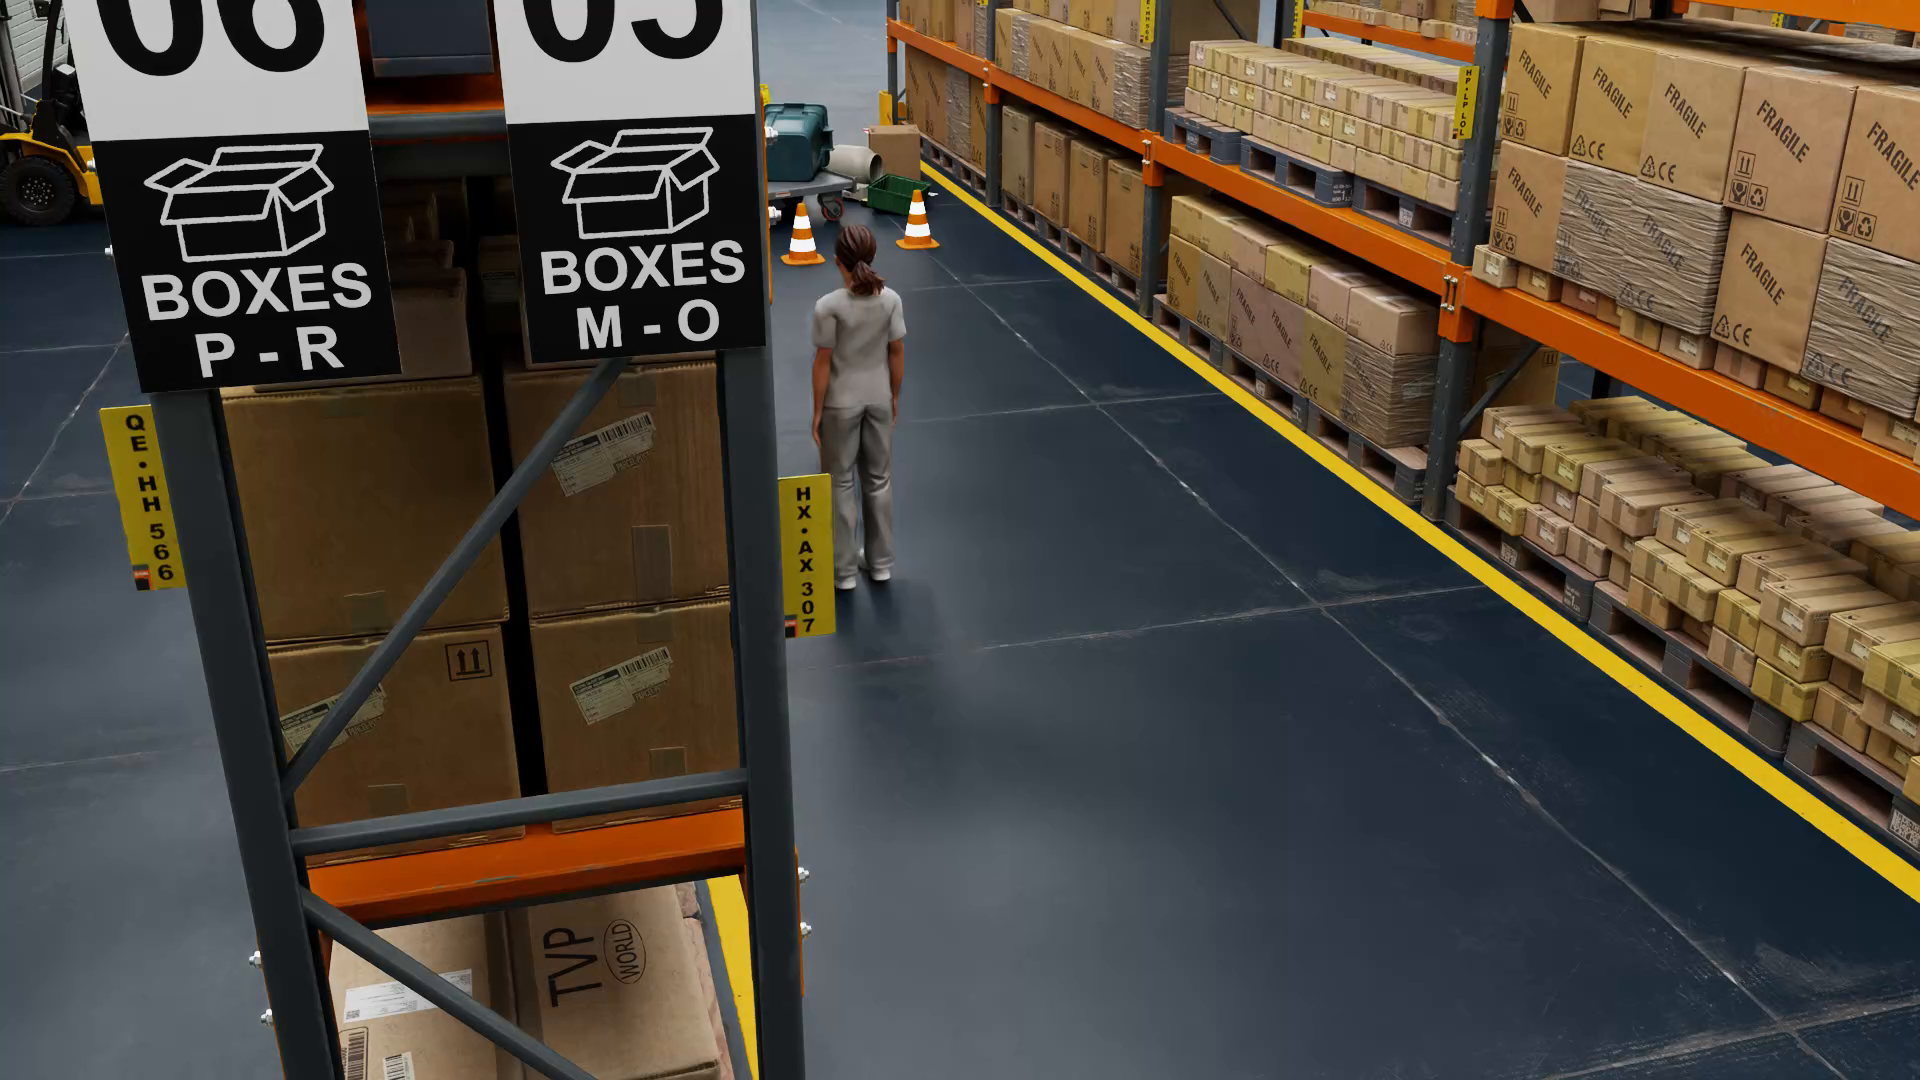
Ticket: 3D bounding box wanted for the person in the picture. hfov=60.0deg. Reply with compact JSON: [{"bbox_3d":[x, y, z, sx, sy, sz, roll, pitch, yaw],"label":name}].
[{"bbox_3d":[-0.466,-0.590,7.432,0.450,1.677,0.418,-12,26,-26],"label":"person"}]
